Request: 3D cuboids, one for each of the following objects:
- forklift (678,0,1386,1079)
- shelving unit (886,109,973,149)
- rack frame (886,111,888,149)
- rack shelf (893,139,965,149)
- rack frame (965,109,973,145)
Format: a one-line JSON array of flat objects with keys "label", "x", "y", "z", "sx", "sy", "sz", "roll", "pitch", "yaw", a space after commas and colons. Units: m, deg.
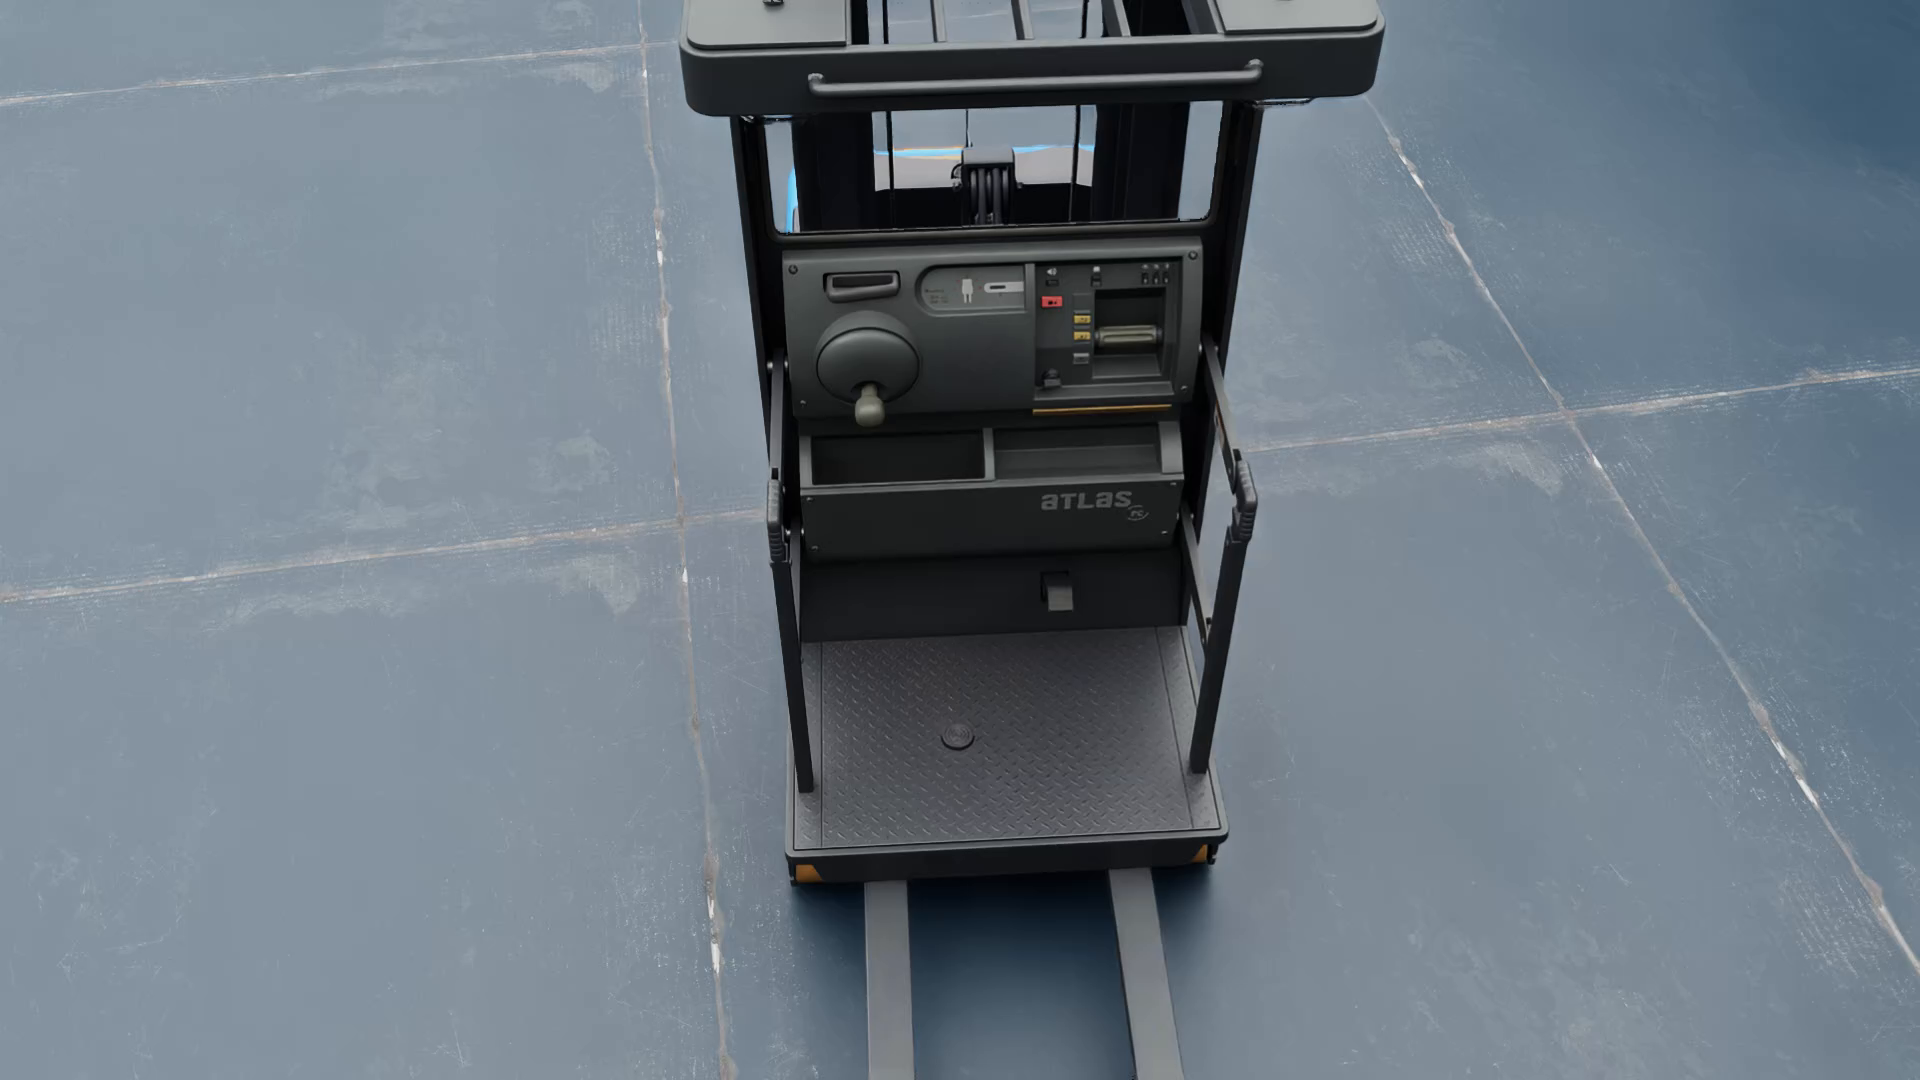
[{"label": "forklift", "x": 0.091, "y": -0.368, "z": 3.569, "sx": 1.130, "sy": 2.935, "sz": 3.031, "roll": -2, "pitch": 46, "yaw": -2}, {"label": "shelving unit", "x": -0.094, "y": -0.887, "z": 5.375, "sx": 0.252, "sy": 1.050, "sz": 0.215, "roll": -3, "pitch": 46, "yaw": -3}, {"label": "rack frame", "x": -0.215, "y": -0.880, "z": 5.369, "sx": 0.008, "sy": 1.050, "sz": 0.200, "roll": -3, "pitch": 46, "yaw": -3}, {"label": "rack shelf", "x": -0.094, "y": -1.076, "z": 5.179, "sx": 0.240, "sy": 0.259, "sz": 0.215, "roll": -3, "pitch": 46, "yaw": -3}, {"label": "rack frame", "x": 0.028, "y": -0.893, "z": 5.382, "sx": 0.008, "sy": 1.050, "sz": 0.200, "roll": -3, "pitch": 46, "yaw": -3}]
